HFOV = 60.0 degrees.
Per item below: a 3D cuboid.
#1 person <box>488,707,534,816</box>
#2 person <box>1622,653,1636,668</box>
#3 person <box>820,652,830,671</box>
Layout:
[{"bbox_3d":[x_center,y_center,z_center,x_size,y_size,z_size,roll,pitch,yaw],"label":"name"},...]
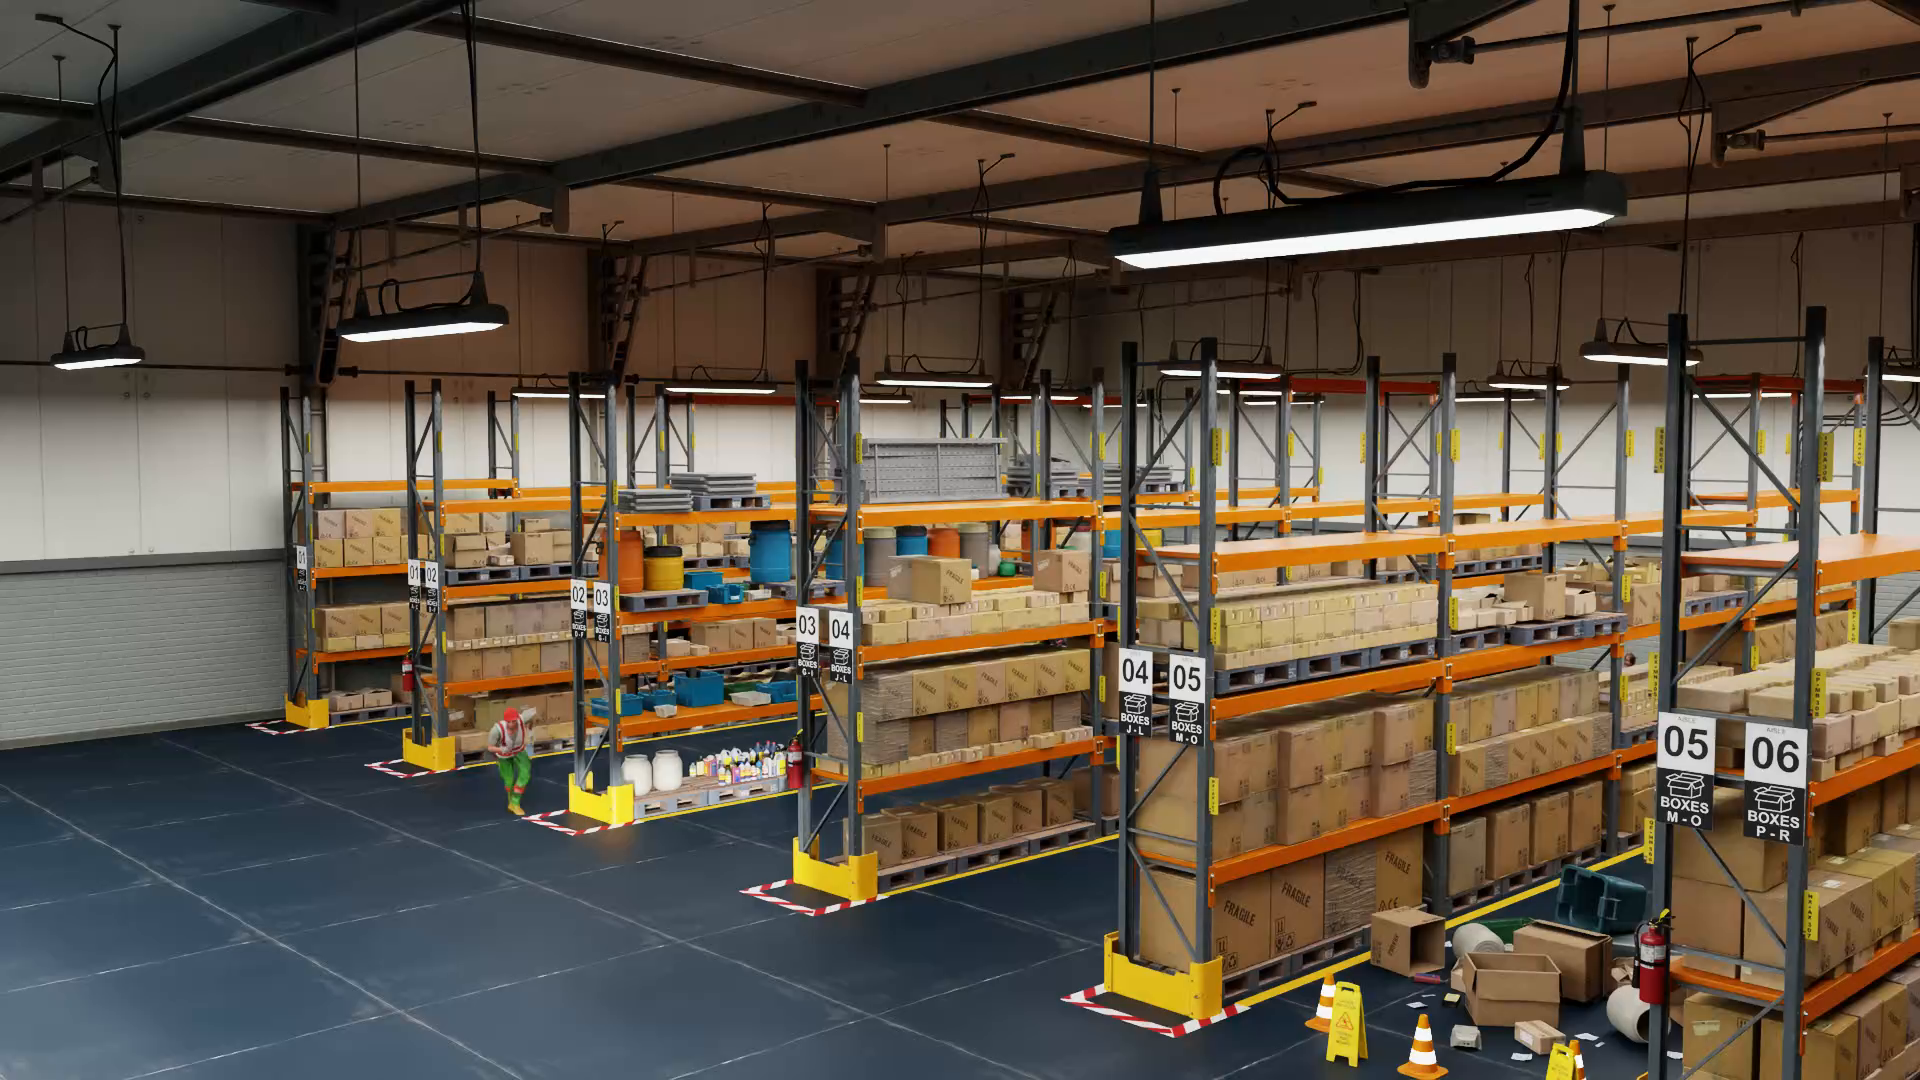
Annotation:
[{"bbox_3d":[-6.120,2.971,22.665,0.680,1.523,1.161,-2,4,-24],"label":"person"},{"bbox_3d":[11.207,2.617,27.842,0.650,1.530,0.690,-1,4,-20],"label":"person"},{"bbox_3d":[-2.759,2.096,34.682,0.861,1.741,0.534,-4,5,-45],"label":"person"}]
